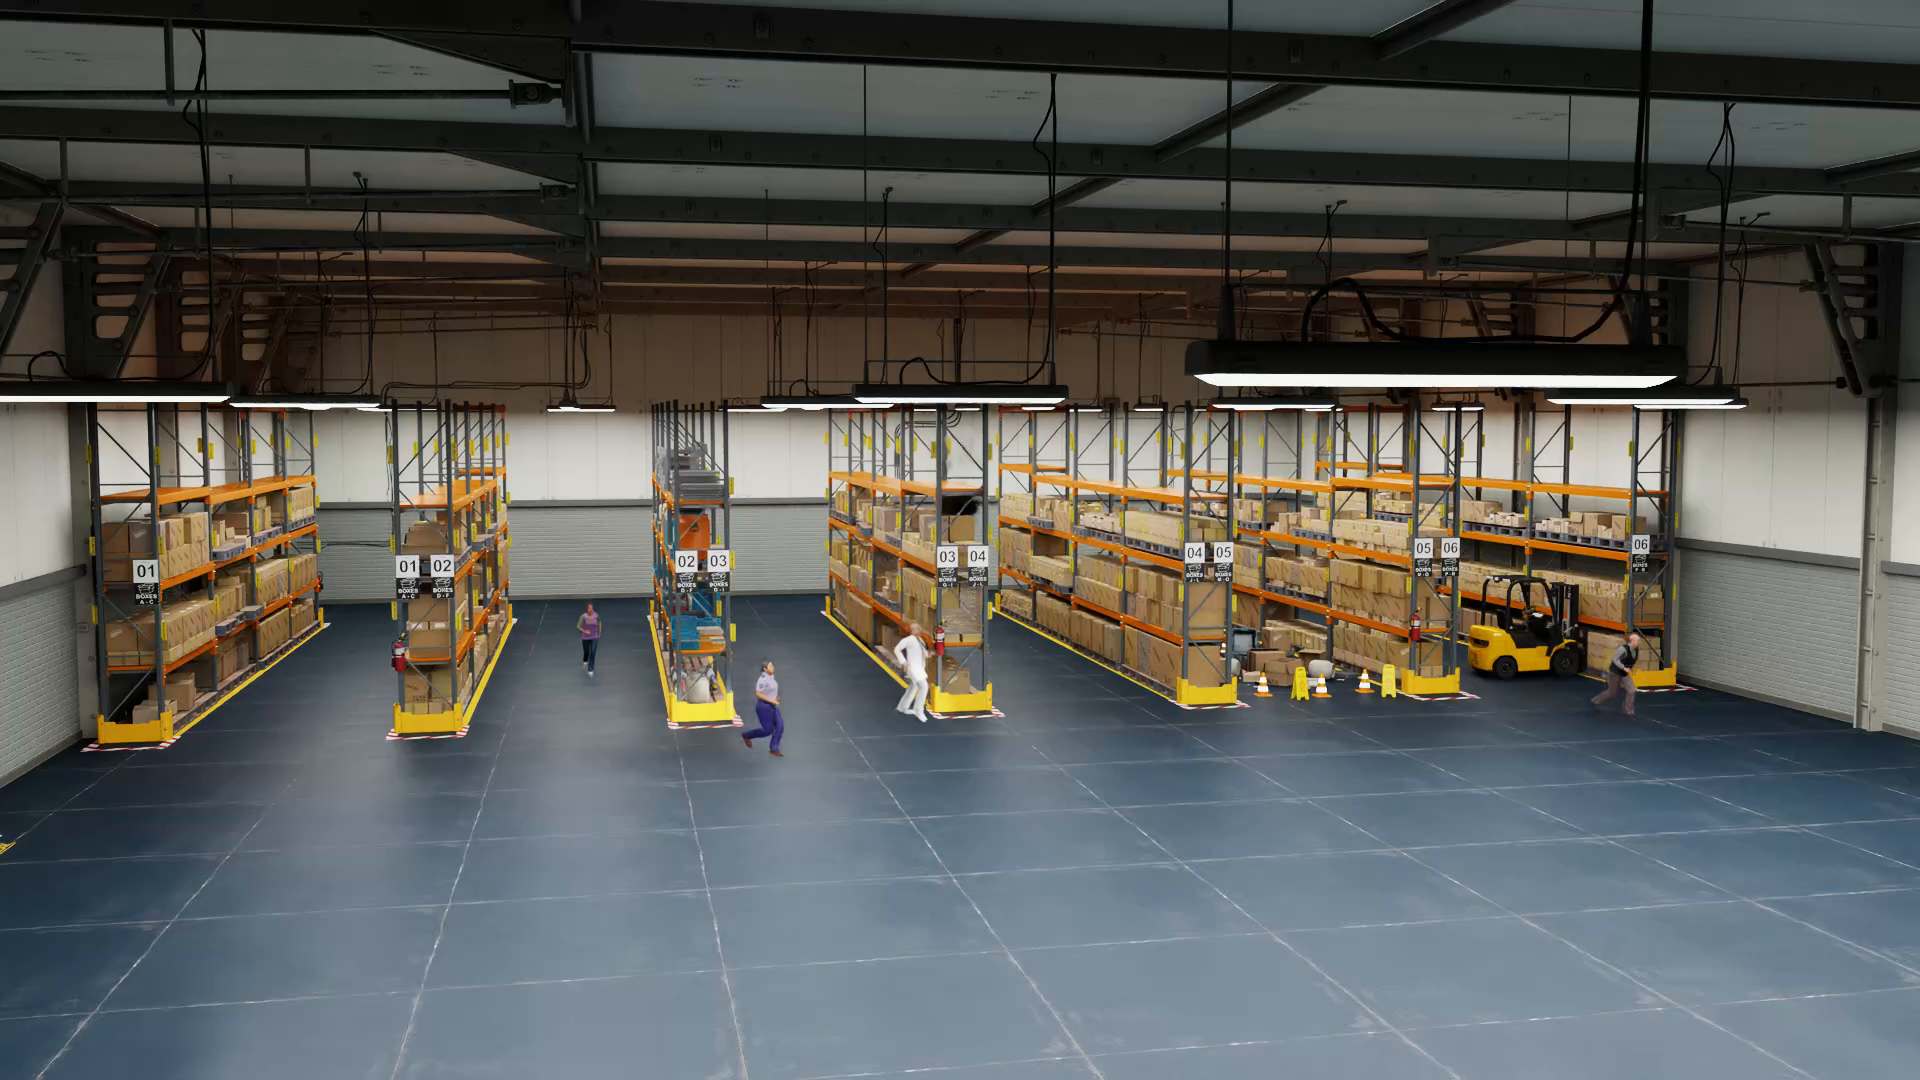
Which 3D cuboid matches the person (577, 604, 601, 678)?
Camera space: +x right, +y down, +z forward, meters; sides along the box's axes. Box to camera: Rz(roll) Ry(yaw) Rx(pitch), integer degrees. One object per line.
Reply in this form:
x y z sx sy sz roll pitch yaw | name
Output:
-8.142 2.185 36.531 0.564 1.578 0.921 -2 5 -23 | person

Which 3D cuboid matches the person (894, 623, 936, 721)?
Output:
-0.838 2.482 31.305 0.829 1.843 0.673 2 5 22 | person

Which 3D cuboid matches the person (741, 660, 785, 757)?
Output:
-3.292 2.835 27.932 0.750 1.645 0.615 1 4 14 | person

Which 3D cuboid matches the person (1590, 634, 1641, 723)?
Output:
12.354 2.563 31.297 0.696 1.680 1.009 -3 5 -38 | person

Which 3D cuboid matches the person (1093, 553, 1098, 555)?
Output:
3.955 1.248 48.214 0.620 1.722 0.857 -3 5 -32 | person
